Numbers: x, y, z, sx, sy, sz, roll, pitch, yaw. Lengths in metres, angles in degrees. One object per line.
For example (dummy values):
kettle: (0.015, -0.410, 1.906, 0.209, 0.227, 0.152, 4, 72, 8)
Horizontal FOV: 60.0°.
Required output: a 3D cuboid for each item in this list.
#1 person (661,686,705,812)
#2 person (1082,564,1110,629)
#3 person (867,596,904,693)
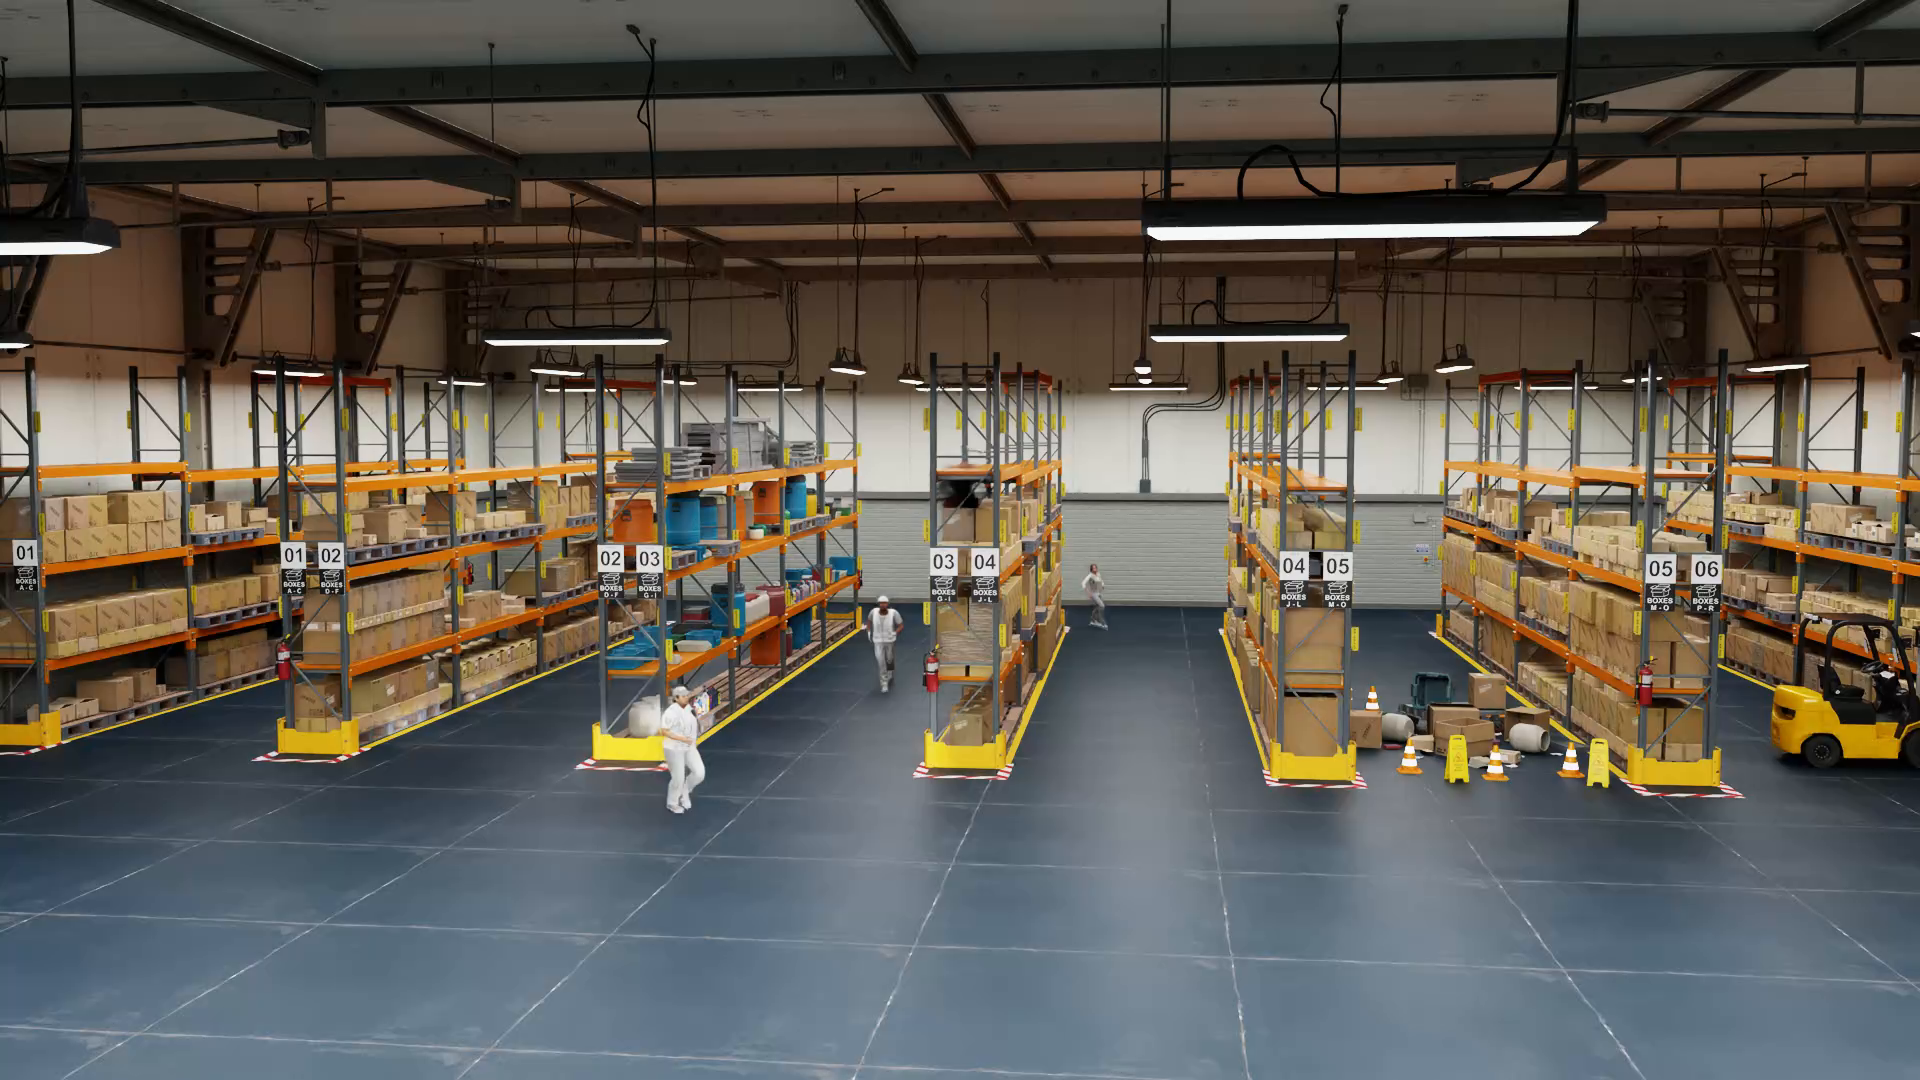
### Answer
person: (-3.544, 2.677, 21.271, 0.581, 1.630, 0.604, 3, 5, 37)
person: (3.286, 1.367, 40.359, 0.586, 1.597, 0.648, -4, 5, -42)
person: (-1.409, 1.914, 31.201, 0.707, 1.771, 1.004, 0, 4, 4)
